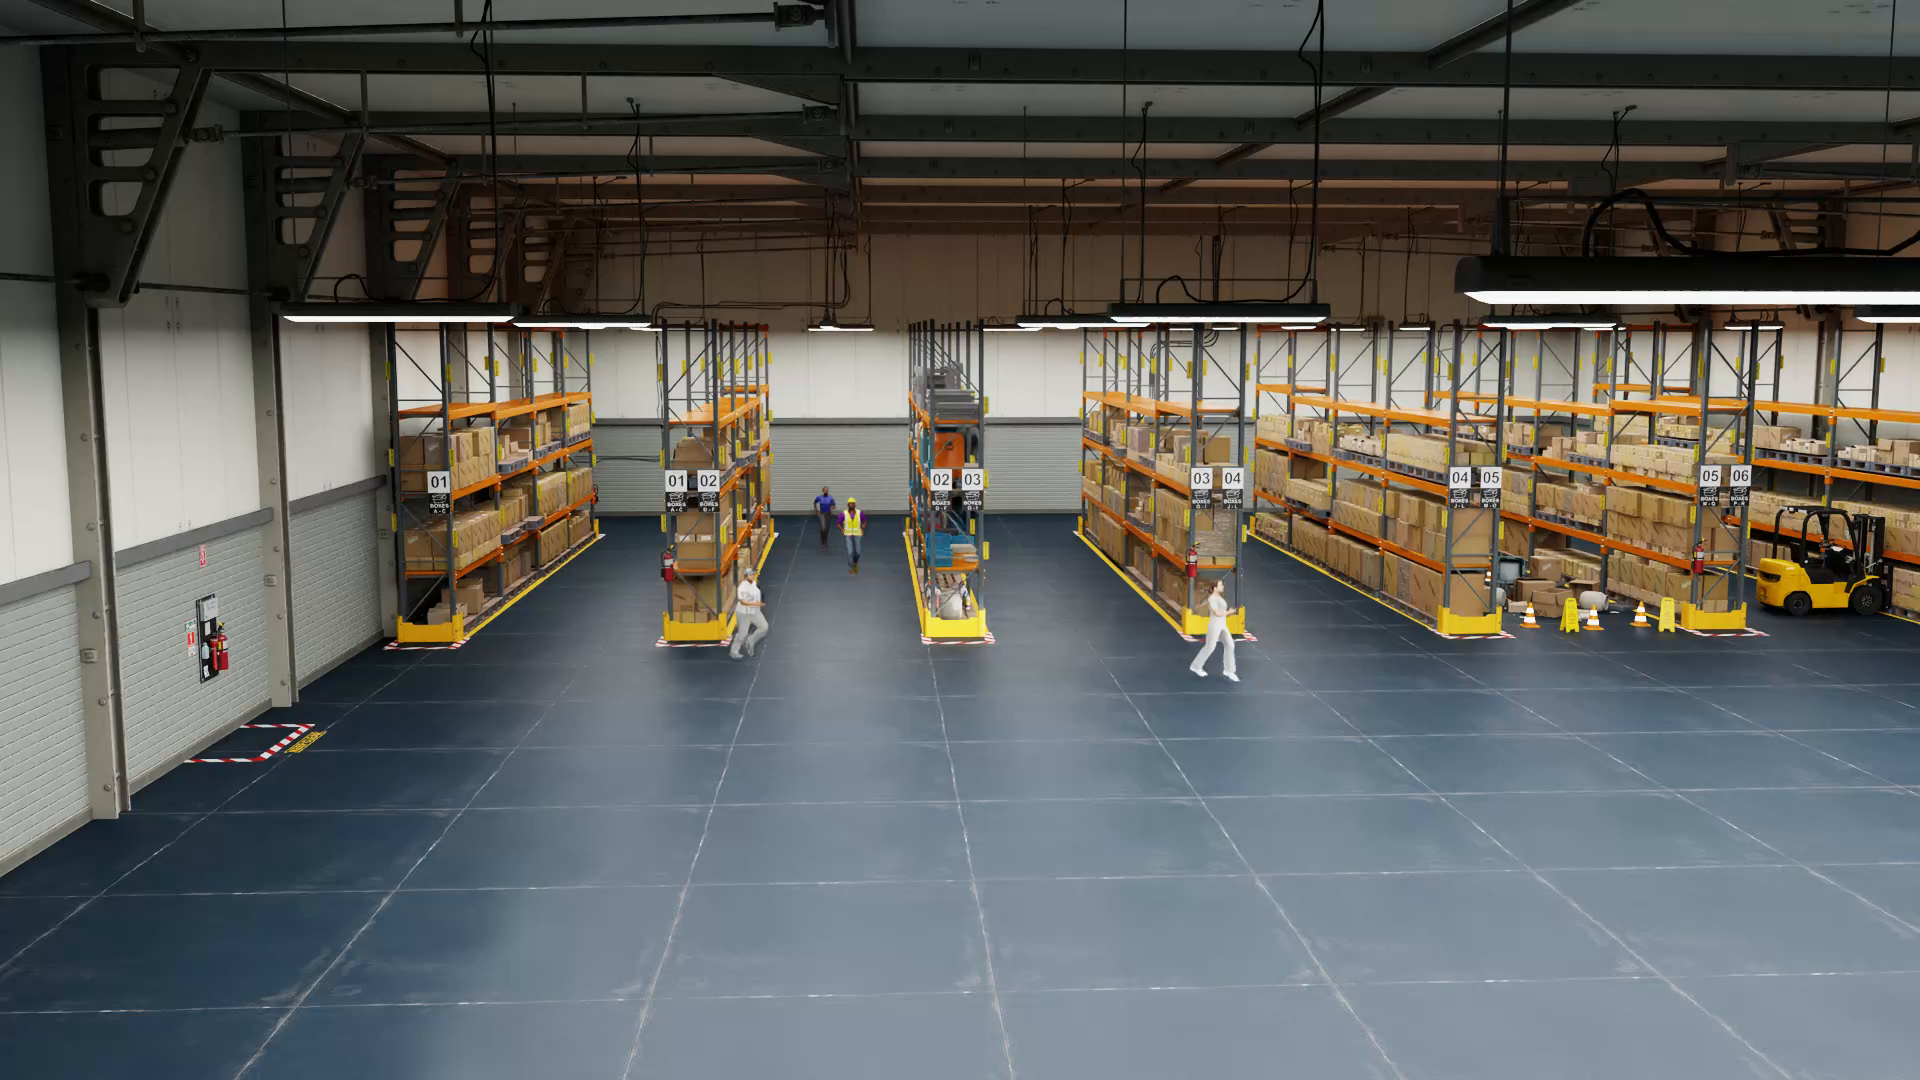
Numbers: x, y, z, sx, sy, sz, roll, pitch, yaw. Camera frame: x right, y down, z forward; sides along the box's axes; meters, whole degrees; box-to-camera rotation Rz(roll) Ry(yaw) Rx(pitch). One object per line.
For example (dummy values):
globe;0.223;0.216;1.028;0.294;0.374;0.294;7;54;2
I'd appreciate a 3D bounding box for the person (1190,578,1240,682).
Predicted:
person;4.238;1.482;27.586;0.826;1.716;0.540;4;8;26

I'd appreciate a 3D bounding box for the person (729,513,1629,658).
person;5.323;0.751;32.409;12.407;1.920;15.763;5;8;33

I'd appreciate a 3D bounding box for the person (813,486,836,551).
person;-3.601;-0.583;44.452;0.564;1.714;0.811;-2;7;-18

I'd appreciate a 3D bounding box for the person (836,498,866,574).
person;-2.451;-0.088;37.811;0.696;1.732;0.558;-1;7;-10
